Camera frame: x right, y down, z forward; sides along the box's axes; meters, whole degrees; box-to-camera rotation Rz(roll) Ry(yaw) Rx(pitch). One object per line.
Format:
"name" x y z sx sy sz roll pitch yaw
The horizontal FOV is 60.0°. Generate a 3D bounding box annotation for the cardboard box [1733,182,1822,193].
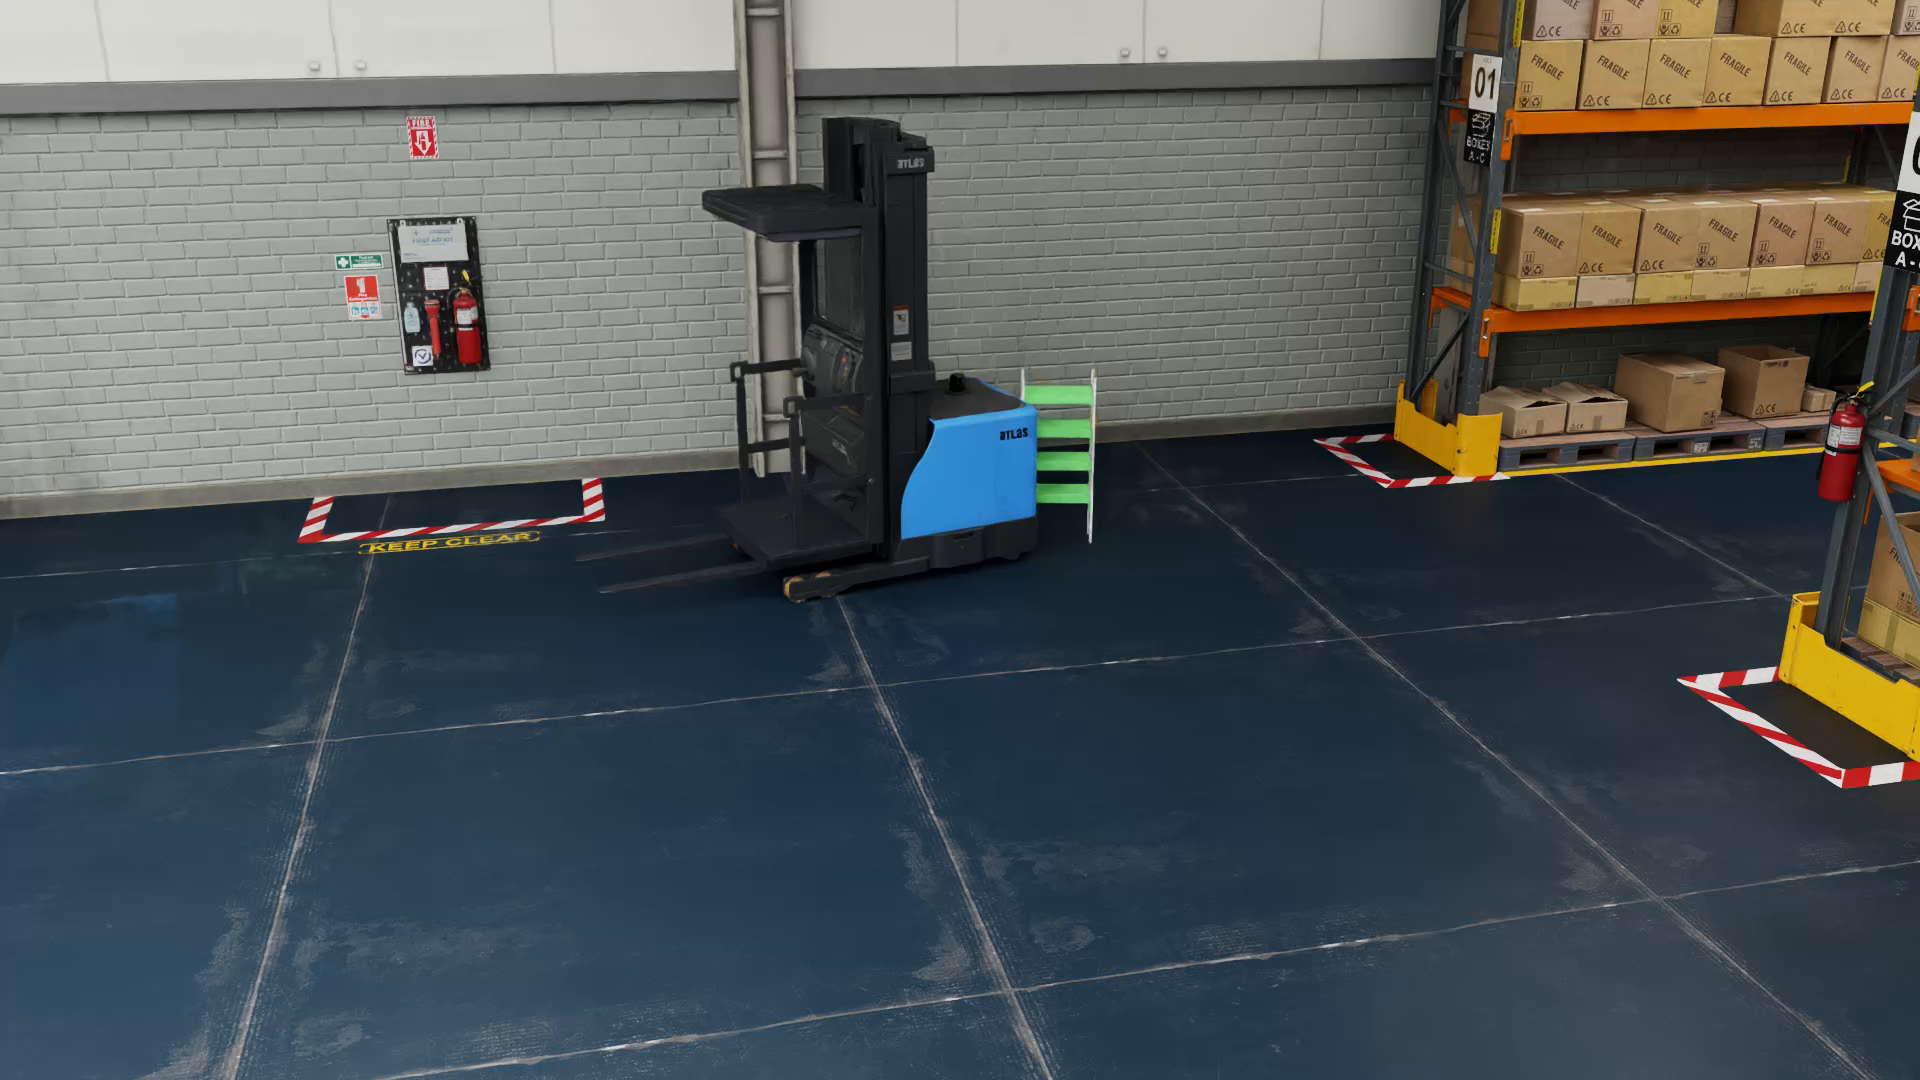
"cardboard box" 6.796 -2.704 13.933 0.500 0.500 0.500 -5 21 -13

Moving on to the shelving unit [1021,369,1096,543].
"shelving unit" 0.680 -0.585 11.668 0.503 1.200 0.258 0 20 0

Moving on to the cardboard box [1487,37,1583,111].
"cardboard box" 4.296 -3.510 12.501 0.500 0.500 0.500 -4 21 -11

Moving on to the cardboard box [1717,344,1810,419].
"cardboard box" 6.805 -1.357 14.152 0.500 0.500 0.500 -6 21 -17

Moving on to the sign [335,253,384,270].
"sign" -4.413 -2.044 12.211 0.331 0.109 0.001 -5 21 -12

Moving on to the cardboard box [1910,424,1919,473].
"cardboard box" 5.514 -0.525 8.740 0.500 0.500 0.700 -5 21 -12

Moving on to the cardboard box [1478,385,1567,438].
"cardboard box" 4.607 -1.072 13.648 0.500 0.311 0.500 -7 21 -19

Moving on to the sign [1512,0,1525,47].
"sign" 4.038 -3.740 12.032 0.005 0.325 0.100 -5 21 -12

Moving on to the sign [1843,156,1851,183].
"sign" 7.674 -3.149 14.366 0.005 0.325 0.100 -5 21 -12

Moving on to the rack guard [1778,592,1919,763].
"rack guard" 5.033 0.731 9.093 0.348 0.500 1.175 -5 21 -12

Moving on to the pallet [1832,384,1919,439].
"pallet" 8.563 -1.172 14.708 1.213 0.211 1.003 -5 21 -12

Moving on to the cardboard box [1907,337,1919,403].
"cardboard box" 8.518 -1.516 14.587 0.500 0.500 0.700 -4 20 -11

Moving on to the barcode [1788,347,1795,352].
"barcode" 7.225 -1.640 14.460 0.075 0.075 0.001 -5 21 -12

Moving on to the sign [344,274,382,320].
"sign" -4.419 -1.798 12.309 0.234 0.329 0.001 -5 21 -12

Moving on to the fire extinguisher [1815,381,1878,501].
"fire extinguisher" 4.835 -0.555 9.081 0.183 0.674 0.296 -5 21 -12

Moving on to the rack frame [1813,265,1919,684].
"rack frame" 5.056 -0.445 8.668 0.127 3.000 1.000 -5 21 -12

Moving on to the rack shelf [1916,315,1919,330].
"rack shelf" 9.752 -2.240 14.614 4.000 0.370 1.077 -5 21 -12

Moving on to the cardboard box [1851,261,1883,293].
"cardboard box" 7.414 -2.219 13.702 0.500 0.250 0.500 -5 21 -12

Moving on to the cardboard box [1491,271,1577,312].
"cardboard box" 4.461 -1.974 13.032 0.500 0.250 0.500 -5 21 -14

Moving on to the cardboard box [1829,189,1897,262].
"cardboard box" 7.417 -2.570 13.567 0.500 0.500 0.500 -5 21 -13

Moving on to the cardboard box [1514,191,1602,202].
"cardboard box" 4.815 -2.539 13.483 0.500 0.500 0.500 -4 21 -12

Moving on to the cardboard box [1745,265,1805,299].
"cardboard box" 6.442 -2.138 13.479 0.500 0.250 0.500 -5 21 -13

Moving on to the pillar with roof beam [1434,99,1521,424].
"pillar with roof beam" 5.386 -3.824 9.170 0.400 9.000 9.100 -5 21 -12

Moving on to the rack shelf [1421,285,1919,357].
"rack shelf" 5.859 -1.923 13.750 4.000 0.370 1.077 -5 21 -12

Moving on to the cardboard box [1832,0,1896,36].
"cardboard box" 6.847 -4.176 12.865 0.500 0.500 0.500 -4 20 -10

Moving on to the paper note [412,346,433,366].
"paper note" -4.046 -1.386 12.517 0.142 0.148 0.016 -5 21 -12

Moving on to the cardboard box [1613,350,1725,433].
"cardboard box" 5.887 -1.247 13.852 0.500 0.500 0.700 -6 21 -16

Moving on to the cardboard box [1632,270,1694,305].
"cardboard box" 5.460 -2.058 13.262 0.500 0.250 0.500 -5 21 -13

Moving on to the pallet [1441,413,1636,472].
"pallet" 4.786 -0.852 13.833 1.213 0.211 1.003 -5 21 -12

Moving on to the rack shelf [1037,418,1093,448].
"rack shelf" 0.680 -0.751 11.607 0.480 0.148 0.258 0 20 0

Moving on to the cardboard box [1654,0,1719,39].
"cardboard box" 5.340 -4.053 12.530 0.500 0.500 0.500 -4 21 -11

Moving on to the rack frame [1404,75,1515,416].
"rack frame" 3.913 -2.103 13.194 0.127 3.000 1.000 -5 21 -12

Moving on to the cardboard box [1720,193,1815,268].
"cardboard box" 6.440 -2.492 13.355 0.500 0.500 0.500 -5 21 -14

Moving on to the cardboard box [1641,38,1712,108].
"cardboard box" 5.331 -3.583 12.701 0.500 0.500 0.500 -4 20 -10

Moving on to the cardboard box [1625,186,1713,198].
"cardboard box" 5.807 -2.621 13.708 0.500 0.500 0.500 -4 21 -12

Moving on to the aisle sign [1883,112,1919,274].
"aisle sign" 4.925 -1.759 8.475 0.004 0.787 0.394 -5 21 -12

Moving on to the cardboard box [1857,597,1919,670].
"cardboard box" 5.510 0.508 9.455 0.500 0.250 0.500 -5 21 -12

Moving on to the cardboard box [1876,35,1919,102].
"cardboard box" 7.369 -3.761 13.186 0.500 0.500 0.500 -4 21 -11

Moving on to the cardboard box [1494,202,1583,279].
"cardboard box" 4.447 -2.331 12.916 0.500 0.500 0.500 -5 21 -12

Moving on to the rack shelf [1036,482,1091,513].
"rack shelf" 0.680 -0.300 11.772 0.480 0.148 0.258 0 20 0

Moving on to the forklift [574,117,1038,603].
"forklift" -1.017 -1.177 10.766 3.031 2.935 1.130 -10 22 -25

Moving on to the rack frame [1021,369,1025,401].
"rack frame" 0.436 -0.586 11.670 0.015 1.200 0.240 0 20 0

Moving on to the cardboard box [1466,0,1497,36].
"cardboard box" 4.272 -4.159 12.818 0.500 0.500 0.500 -4 20 -10

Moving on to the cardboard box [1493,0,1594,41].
"cardboard box" 4.344 -3.986 12.347 0.500 0.500 0.500 -6 21 -16

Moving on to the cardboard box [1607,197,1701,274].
"cardboard box" 5.434 -2.406 13.120 0.500 0.500 0.500 -5 21 -14

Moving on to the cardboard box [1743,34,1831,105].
"cardboard box" 6.345 -3.669 12.935 0.500 0.500 0.500 -5 21 -15
